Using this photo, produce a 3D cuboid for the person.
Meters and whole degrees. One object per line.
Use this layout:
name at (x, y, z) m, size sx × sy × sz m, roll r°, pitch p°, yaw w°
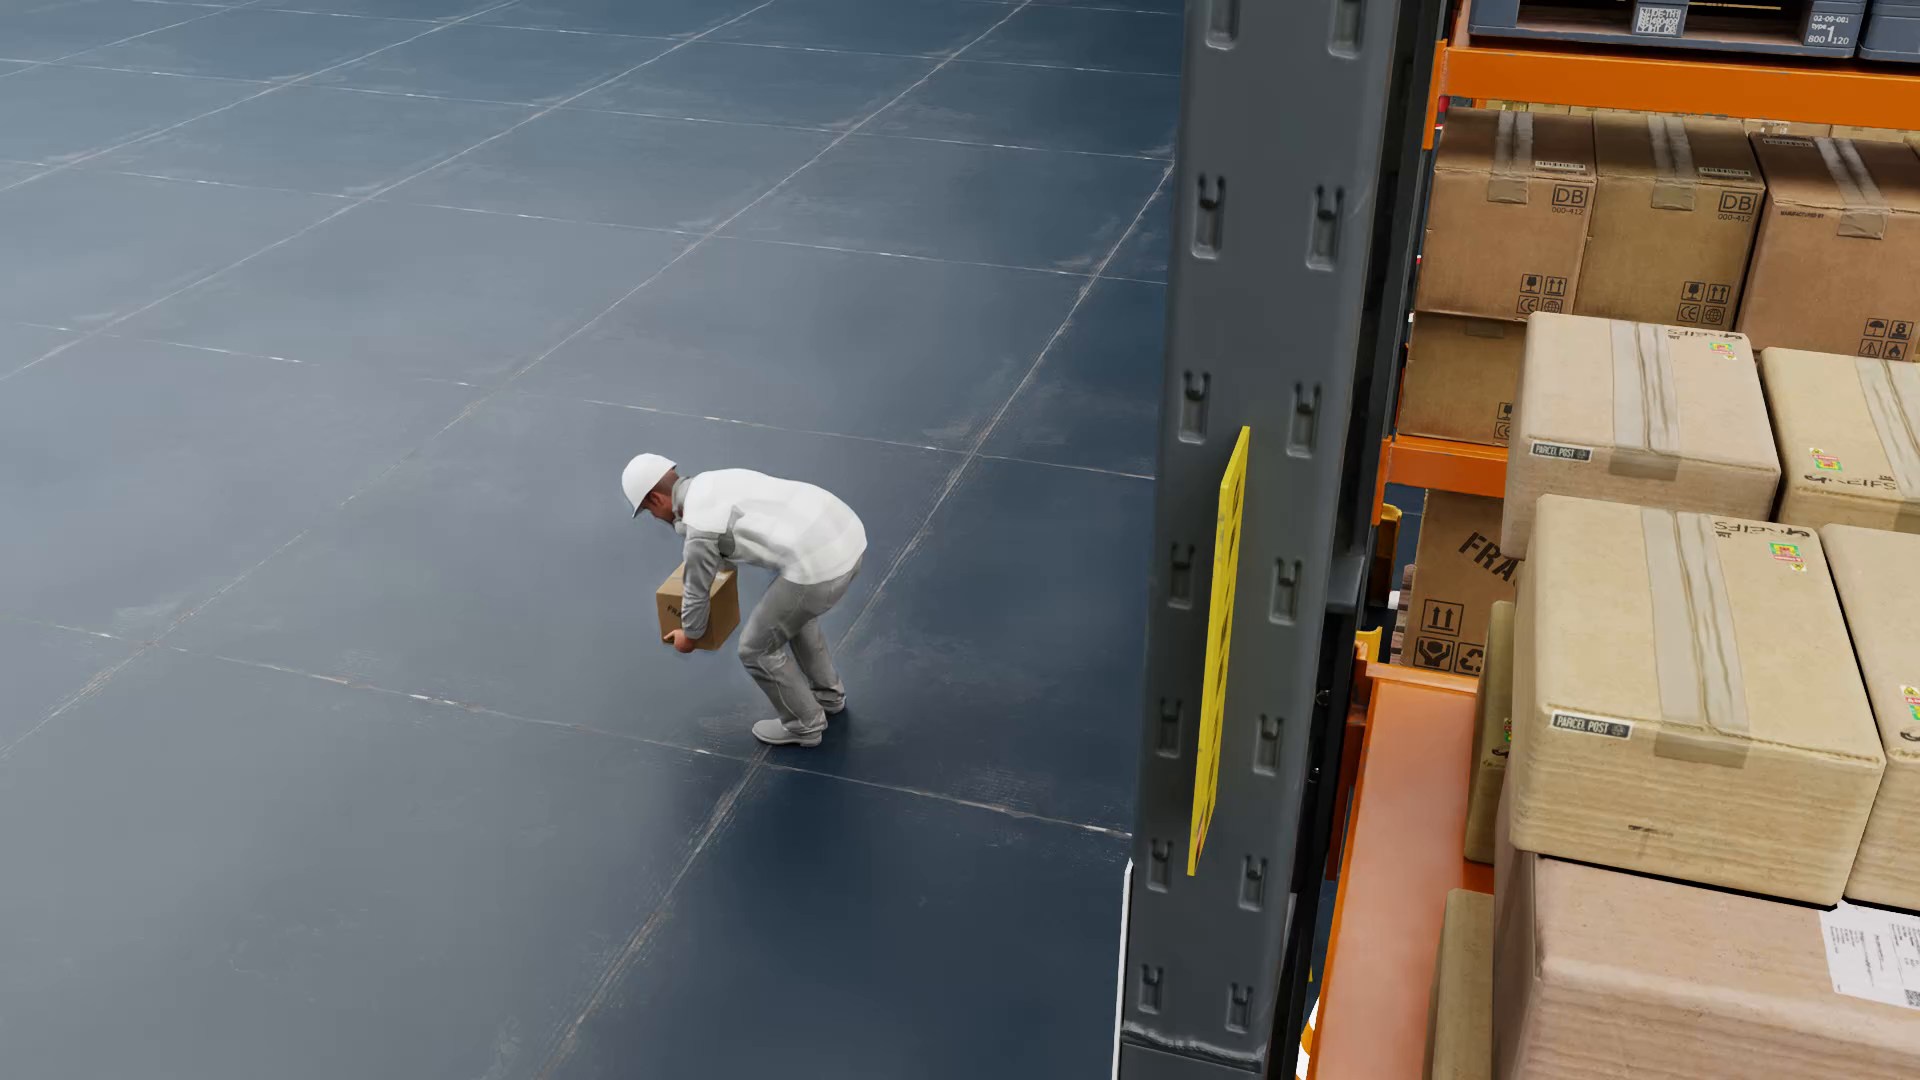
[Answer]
person at (-0.871, 0.227, 6.802) m, size 0.985 × 1.179 × 0.488 m, roll 7°, pitch 30°, yaw 13°
